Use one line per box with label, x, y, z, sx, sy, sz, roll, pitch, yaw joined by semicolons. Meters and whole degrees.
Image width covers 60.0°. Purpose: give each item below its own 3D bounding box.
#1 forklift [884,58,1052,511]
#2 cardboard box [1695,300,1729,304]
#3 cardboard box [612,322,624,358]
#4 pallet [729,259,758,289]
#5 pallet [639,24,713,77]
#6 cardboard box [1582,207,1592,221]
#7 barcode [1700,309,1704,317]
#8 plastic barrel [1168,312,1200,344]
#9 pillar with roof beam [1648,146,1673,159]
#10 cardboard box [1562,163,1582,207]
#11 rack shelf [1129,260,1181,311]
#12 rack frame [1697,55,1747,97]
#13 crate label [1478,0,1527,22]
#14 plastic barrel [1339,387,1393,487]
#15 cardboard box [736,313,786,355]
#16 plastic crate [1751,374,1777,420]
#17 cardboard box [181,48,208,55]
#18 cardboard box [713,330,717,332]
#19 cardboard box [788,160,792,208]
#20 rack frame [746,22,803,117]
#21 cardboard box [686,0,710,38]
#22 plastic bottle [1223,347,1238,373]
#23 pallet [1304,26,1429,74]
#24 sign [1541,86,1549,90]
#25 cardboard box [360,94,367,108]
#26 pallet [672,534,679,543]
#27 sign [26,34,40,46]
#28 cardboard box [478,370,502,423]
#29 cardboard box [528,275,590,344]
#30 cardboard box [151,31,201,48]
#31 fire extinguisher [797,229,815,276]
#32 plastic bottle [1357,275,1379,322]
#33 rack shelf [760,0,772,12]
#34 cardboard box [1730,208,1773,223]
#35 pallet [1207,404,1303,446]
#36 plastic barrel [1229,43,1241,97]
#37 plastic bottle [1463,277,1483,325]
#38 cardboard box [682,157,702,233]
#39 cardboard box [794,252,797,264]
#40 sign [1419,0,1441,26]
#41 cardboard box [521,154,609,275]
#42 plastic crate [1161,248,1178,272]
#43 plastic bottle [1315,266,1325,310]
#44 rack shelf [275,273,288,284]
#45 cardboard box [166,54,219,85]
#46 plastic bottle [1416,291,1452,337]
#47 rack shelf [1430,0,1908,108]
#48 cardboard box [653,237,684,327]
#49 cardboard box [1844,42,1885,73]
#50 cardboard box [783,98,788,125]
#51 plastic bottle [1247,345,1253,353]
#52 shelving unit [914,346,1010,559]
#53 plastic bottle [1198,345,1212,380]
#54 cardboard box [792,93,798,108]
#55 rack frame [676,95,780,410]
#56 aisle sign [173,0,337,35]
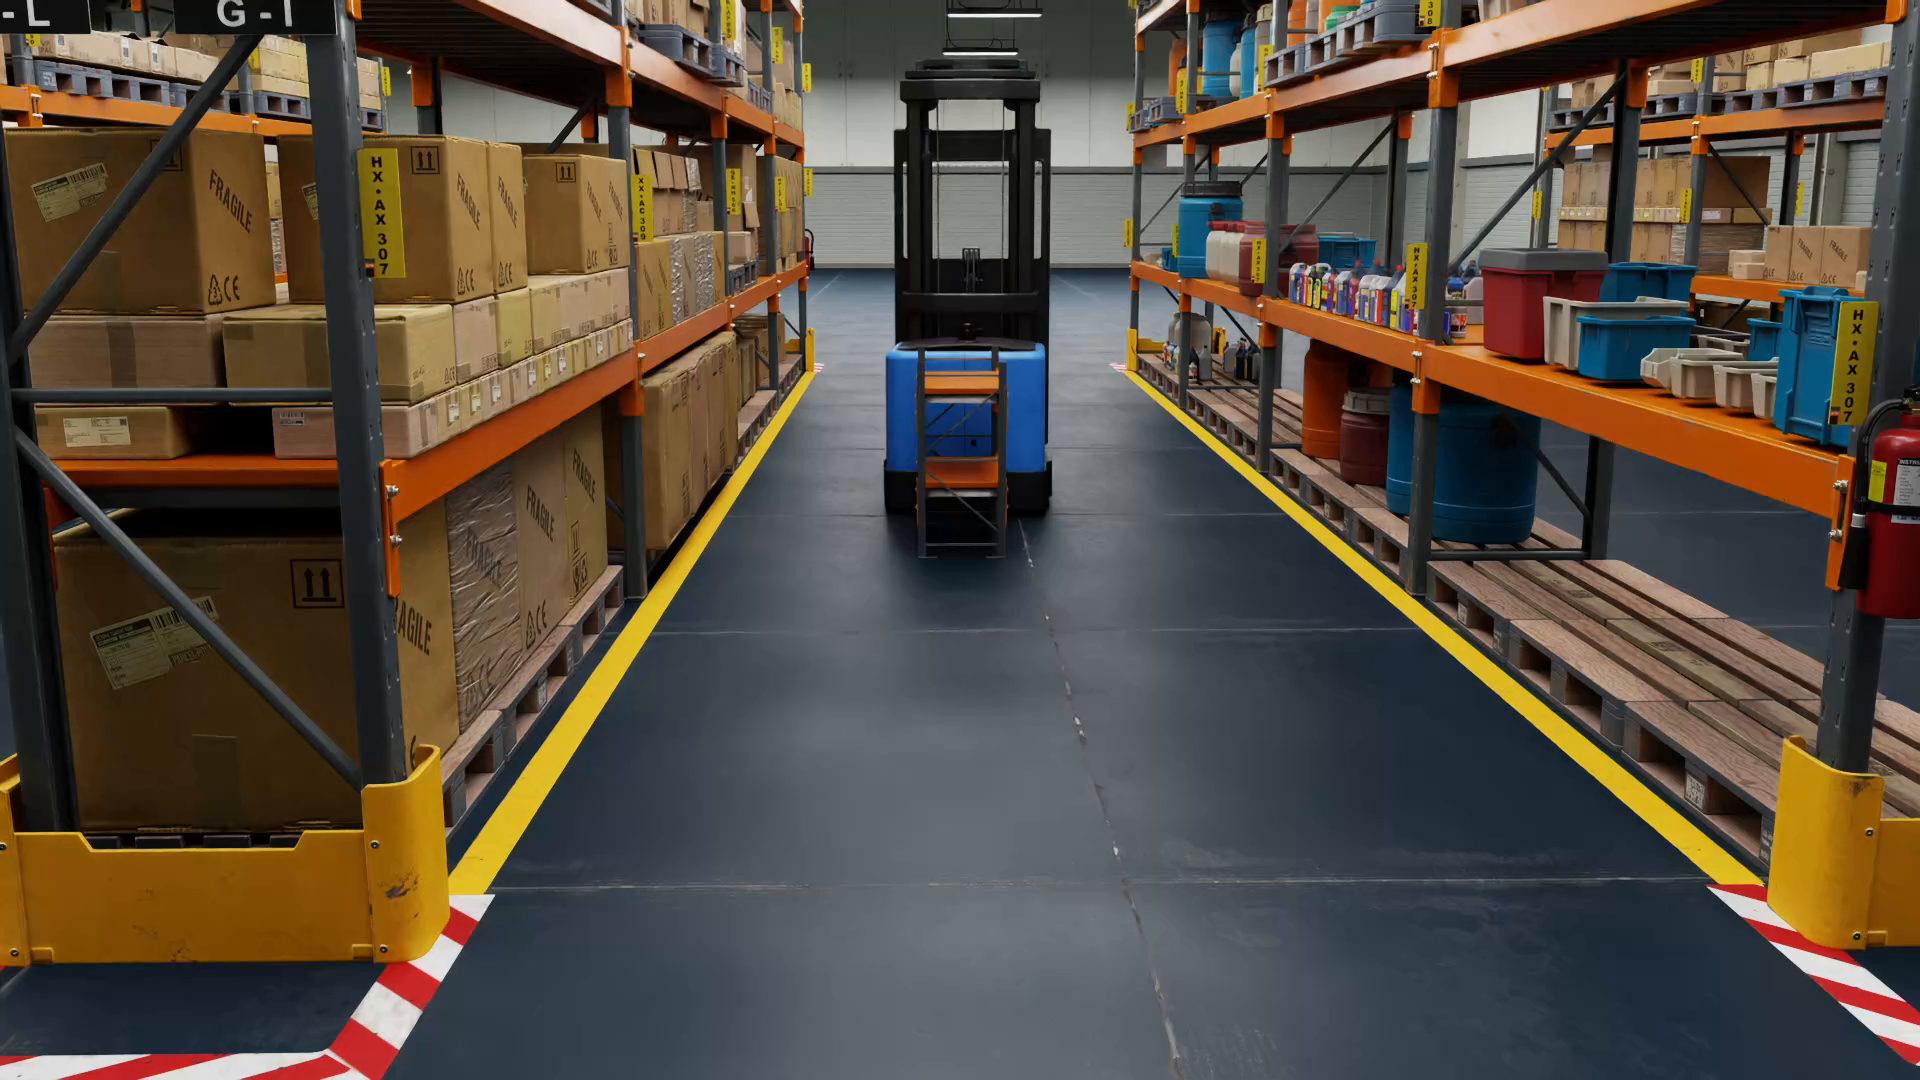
forklift;0.097;-1.868;11.896;1.130;2.935;3.031;1;11;3
cardboard box;7.902;-2.315;17.898;0.500;0.500;0.500;0;11;-1
cardboard box;-1.780;-0.933;7.745;0.380;0.149;0.250;0;11;0
pallet;-2.284;-2.261;14.142;1.003;0.211;1.213;0;11;-1
pallet;-2.109;-2.989;10.180;1.003;0.211;1.213;0;11;1
cardboard box;7.345;-3.728;19.006;0.380;0.149;0.250;0;11;-2
barcode;7.209;-2.205;16.152;0.001;0.075;0.075;0;11;-1
plastic barrel;2.675;-2.428;19.686;0.421;0.512;0.421;0;11;0
pillar with roof beam;8.817;-8.785;30.730;9.100;9.000;0.400;0;11;-1
cardboard box;7.535;-4.173;19.572;0.700;0.500;0.500;0;11;-1
rack shelf;2.626;-2.822;18.235;1.077;0.370;4.000;0;11;-1
rack frame;7.620;-5.737;15.704;1.000;3.000;0.127;0;11;-1
crate label;2.554;-2.429;7.608;0.293;0.136;0.466;0;11;-1
plastic barrel;2.801;-0.684;10.897;0.600;0.588;0.708;0;11;-1
cardboard box;-2.371;-2.409;19.618;0.500;0.500;0.500;2;12;9
plastic crate;2.718;-0.453;5.262;0.396;0.136;0.243;0;11;-1
cardboard box;-7.512;-4.651;16.215;0.500;0.250;0.500;0;11;-2
cardboard box;-2.267;-1.558;13.490;0.500;0.250;0.500;1;12;5
cardboard box;-2.083;-3.830;17.880;0.500;0.500;0.500;0;11;-1
rack frame;-2.367;-6.492;19.427;1.000;3.000;0.127;0;11;-1
cardboard box;-2.117;-3.567;11.238;0.797;0.503;0.637;0;11;2
plastic bottle;2.905;-1.937;17.804;0.152;0.276;0.135;0;11;-1
pallet;2.692;-2.945;9.963;1.003;0.211;1.213;0;11;-1
sign;6.982;-5.528;19.822;0.100;0.325;0.005;0;11;-1
cardboard box;-6.972;-4.988;18.879;0.380;0.149;0.250;0;11;0
pallet;-2.239;-0.196;10.495;1.003;0.211;1.213;0;11;-1
sign;-6.620;-3.687;11.842;0.100;0.325;0.005;0;11;-1
cardboard box;-1.733;-0.474;5.483;0.380;0.149;0.250;0;11;-2
cardboard box;-1.824;-0.948;6.816;0.500;0.250;0.500;0;11;0
cardboard box;-7.572;-4.821;16.050;0.380;0.149;0.250;0;11;-2
fire extinguisher;-1.909;-3.539;20.152;0.296;0.674;0.183;0;11;-1
plastic bottle;2.476;-1.449;9.969;0.152;0.276;0.135;0;11;-1
rack shelf;-2.243;-4.751;13.659;1.077;0.370;4.000;0;11;-1
cardboard box;7.808;-3.218;16.494;0.380;0.149;0.250;0;11;-1
pallet;2.751;-1.012;14.514;1.003;0.211;1.213;0;11;-1
plastic barrel;2.855;-4.594;16.279;0.421;0.512;0.421;0;11;0
plastic bottle;3.033;-1.403;9.743;0.152;0.276;0.135;0;11;-1
cardboard box;-2.203;-2.357;11.358;0.797;0.503;0.637;0;11;1
cardboard box;-2.094;-3.274;19.284;0.380;0.149;0.250;0;11;-1
sign;2.283;-2.659;8.057;0.100;0.325;0.005;0;11;-1
cardboard box;-1.836;-1.417;7.240;0.500;0.500;0.500;0;11;-1
plastic crate;2.373;-2.923;17.298;0.499;0.251;0.616;0;11;-1
plastic bottle;2.407;-1.673;11.054;0.061;0.283;0.133;0;11;-1
rack shelf;-7.287;-2.802;18.134;1.077;0.370;4.000;0;11;-1
cardboard box;-7.071;-4.268;15.078;0.500;0.250;0.500;0;11;-1
plastic bottle;2.501;-1.203;8.757;0.152;0.276;0.135;0;11;-1
rack shelf;2.874;-1.907;6.179;1.077;0.370;4.000;0;11;-1
cardboard box;-1.900;-1.507;9.694;0.500;0.500;0.500;0;11;-2
cardboard box;7.607;-3.912;13.574;0.500;0.250;0.500;0;11;-2
cardboard box;-2.053;-4.448;17.272;0.500;0.250;0.500;-1;11;-3
plastic bottle;3.062;-1.894;17.408;0.144;0.351;0.185;-1;11;-4
shelving unit;0.000;-0.550;9.941;0.538;1.125;1.048;0;11;-1
plastic bottle;2.510;-1.822;17.052;0.144;0.351;0.185;0;11;-1
cardboard box;-2.017;-4.934;18.666;0.380;0.149;0.250;0;11;-1
rack frame;-2.285;-2.757;16.104;1.000;3.000;0.127;0;11;-1
aisle sign;-1.735;-1.632;4.023;0.394;0.787;0.004;0;11;-1
